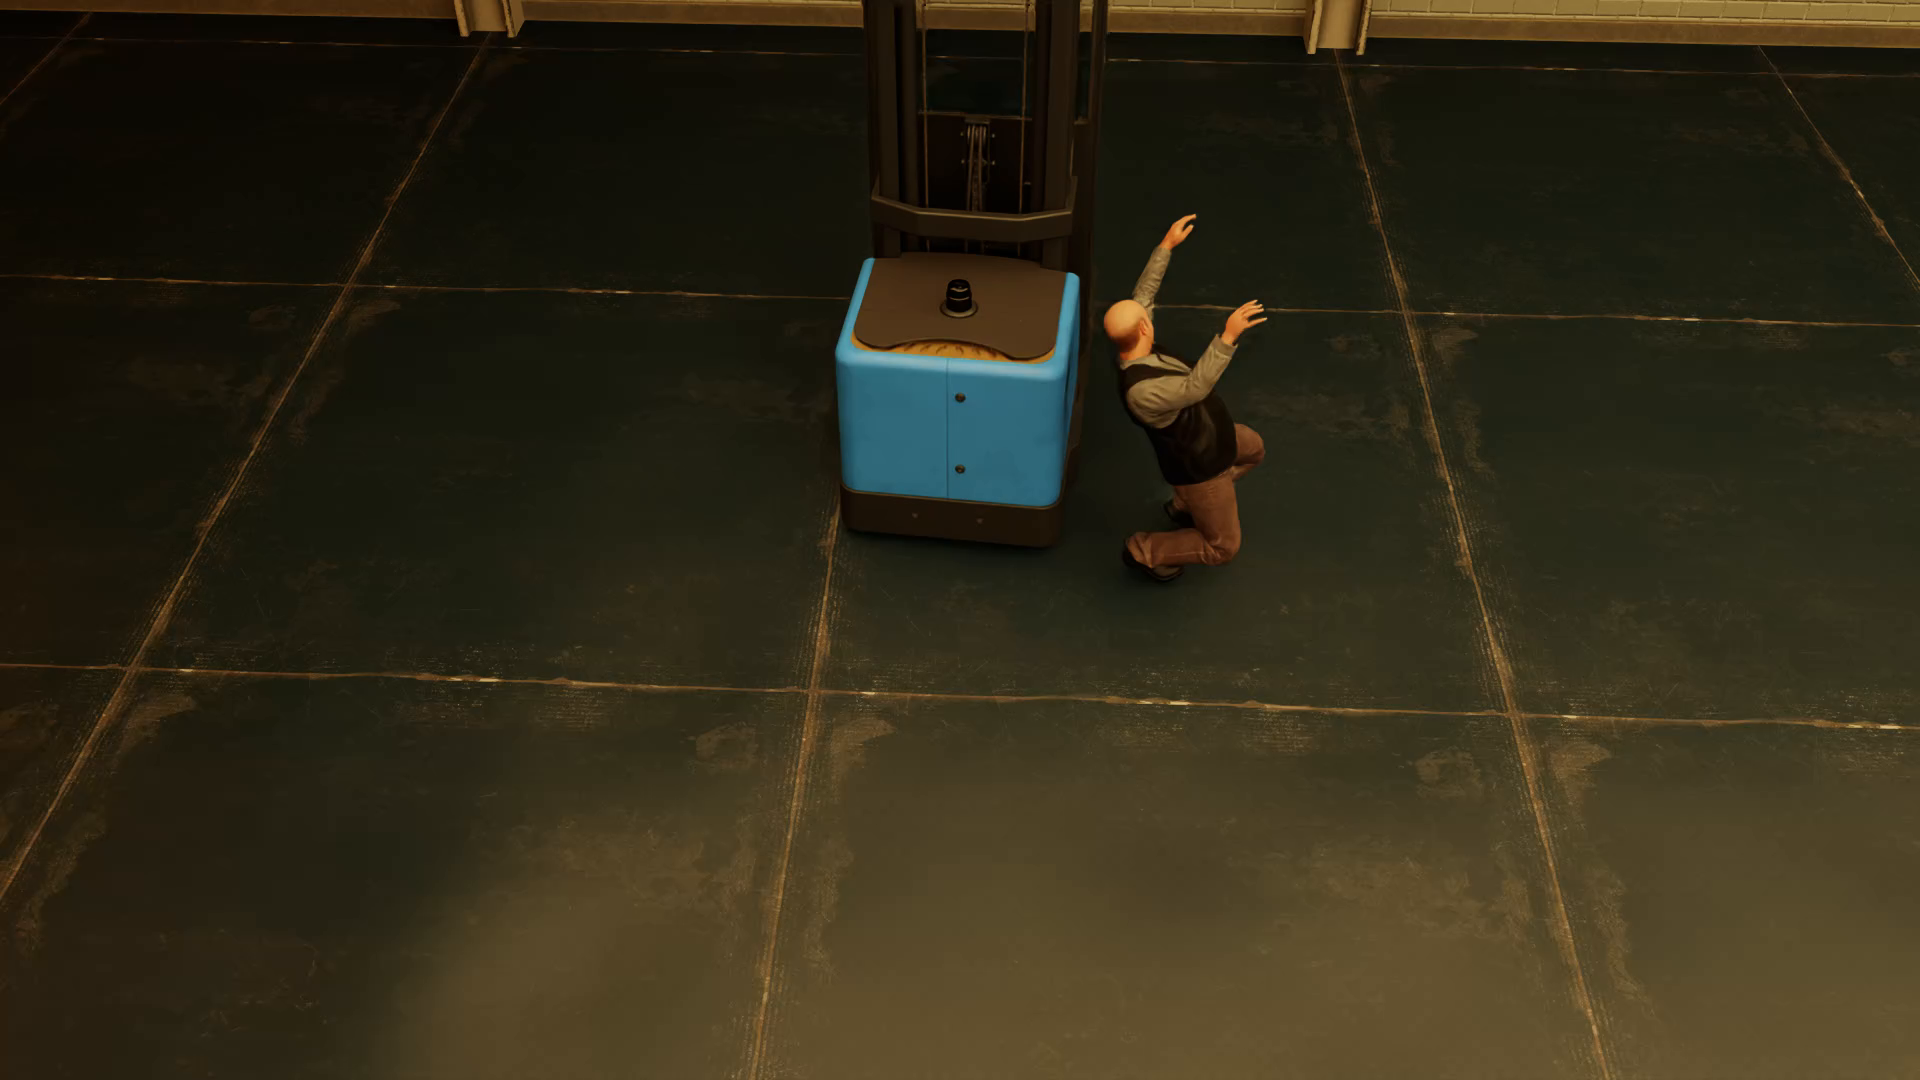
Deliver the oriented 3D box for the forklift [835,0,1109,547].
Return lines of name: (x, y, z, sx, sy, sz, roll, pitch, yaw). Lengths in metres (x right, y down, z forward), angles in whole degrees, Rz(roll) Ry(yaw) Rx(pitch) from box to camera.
forklift: (0.145, -2.046, 7.983, 1.130, 2.935, 3.031, 5, 43, 6)

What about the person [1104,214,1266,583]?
person: (1.001, -0.573, 7.361, 0.787, 1.626, 1.004, 3, 42, 3)
